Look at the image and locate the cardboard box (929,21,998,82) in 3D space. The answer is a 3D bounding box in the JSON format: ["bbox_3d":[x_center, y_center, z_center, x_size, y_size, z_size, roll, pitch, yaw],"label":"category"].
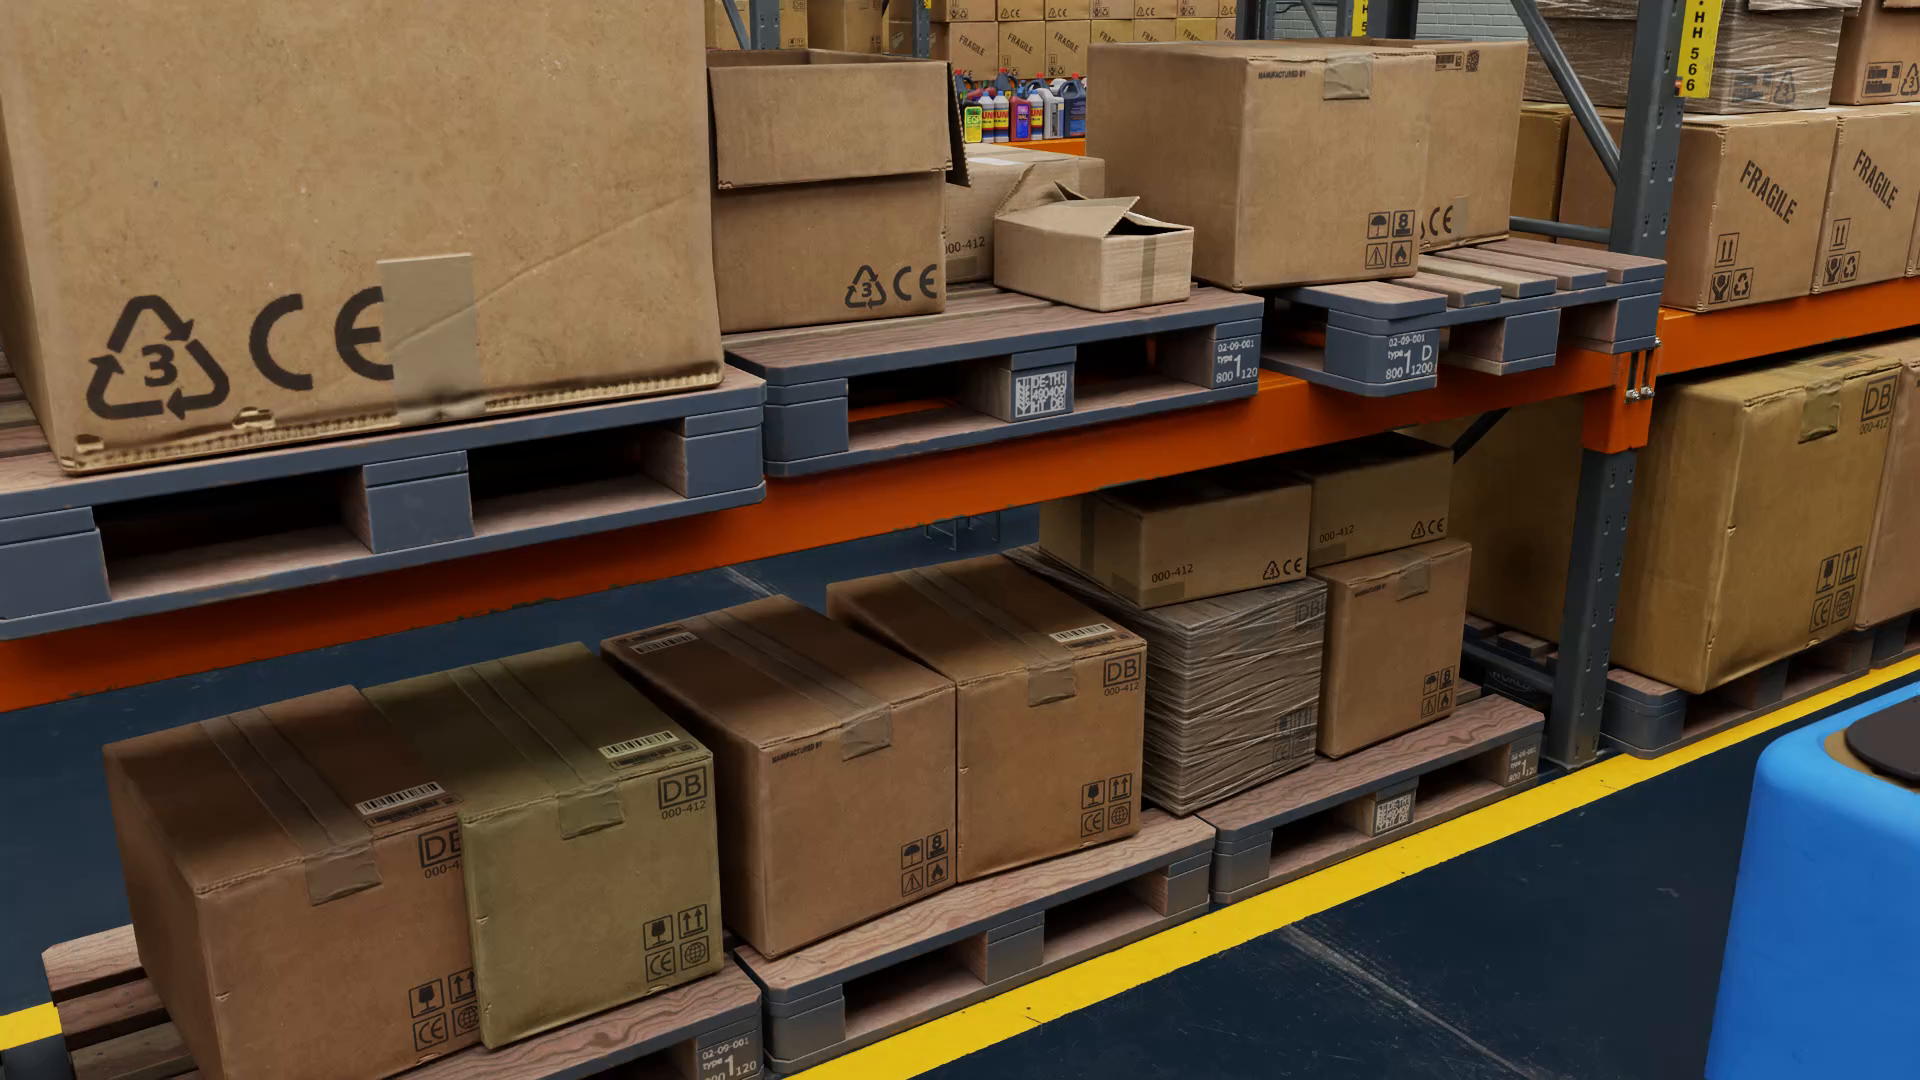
[{"bbox_3d":[-0.007,-4.315,14.669,0.500,0.500,0.500,-11,22,-30],"label":"cardboard box"}]

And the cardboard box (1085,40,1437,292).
[{"bbox_3d":[0.682,-0.911,3.945,0.500,0.500,0.700,-8,20,-23],"label":"cardboard box"}]

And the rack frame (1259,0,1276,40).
[{"bbox_3d":[2.758,-4.956,16.719,0.127,3.000,1.000,-12,22,-31],"label":"rack frame"}]

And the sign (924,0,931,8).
[{"bbox_3d":[-0.274,-4.652,14.013,0.005,0.325,0.100,-12,22,-31],"label":"sign"}]

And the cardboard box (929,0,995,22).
[{"bbox_3d":[-0.034,-4.780,14.482,0.500,0.500,0.500,-11,22,-30],"label":"cardboard box"}]

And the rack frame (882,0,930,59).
[{"bbox_3d":[-0.583,-4.251,14.635,0.127,3.000,1.000,-12,22,-31],"label":"rack frame"}]

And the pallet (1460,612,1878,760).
[{"bbox_3d":[2.222,0.306,5.509,1.213,0.211,1.003,-12,22,-31],"label":"pallet"}]

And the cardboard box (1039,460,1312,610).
[{"bbox_3d":[0.541,-0.053,4.264,0.500,0.250,0.500,-9,21,-25],"label":"cardboard box"}]

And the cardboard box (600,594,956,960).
[{"bbox_3d":[-0.418,0.504,3.786,0.500,0.500,0.700,-14,23,-36],"label":"cardboard box"}]

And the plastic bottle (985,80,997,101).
[{"bbox_3d":[0.155,-2.592,9.910,0.133,0.283,0.061,-12,22,-31],"label":"plastic bottle"}]

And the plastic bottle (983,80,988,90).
[{"bbox_3d":[0.121,-2.608,9.959,0.133,0.283,0.061,-12,22,-31],"label":"plastic bottle"}]

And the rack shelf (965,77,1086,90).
[{"bbox_3d":[1.088,-4.262,15.793,4.000,0.370,1.077,-12,22,-31],"label":"rack shelf"}]

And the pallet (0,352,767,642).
[{"bbox_3d":[-1.101,-0.196,2.941,1.213,0.211,1.003,-12,22,-31],"label":"pallet"}]

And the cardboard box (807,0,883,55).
[{"bbox_3d":[-1.101,-4.474,14.482,0.700,0.500,0.500,14,23,35],"label":"cardboard box"}]

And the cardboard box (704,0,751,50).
[{"bbox_3d":[-2.024,-4.170,13.583,0.700,0.500,0.500,16,24,39],"label":"cardboard box"}]

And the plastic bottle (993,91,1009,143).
[{"bbox_3d":[0.221,-2.326,9.141,0.097,0.271,0.097,0,19,0],"label":"plastic bottle"}]

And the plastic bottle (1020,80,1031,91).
[{"bbox_3d":[0.382,-2.651,10.102,0.097,0.271,0.097,0,19,0],"label":"plastic bottle"}]

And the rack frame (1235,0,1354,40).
[{"bbox_3d":[2.139,-2.925,10.714,0.127,3.000,1.000,-12,22,-31],"label":"rack frame"}]

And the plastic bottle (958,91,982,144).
[{"bbox_3d":[0.053,-2.289,9.014,0.133,0.283,0.061,-12,22,-31],"label":"plastic bottle"}]

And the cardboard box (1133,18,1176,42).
[{"bbox_3d":[1.683,-4.672,15.726,0.500,0.500,0.500,-12,22,-31],"label":"cardboard box"}]

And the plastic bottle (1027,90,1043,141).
[{"bbox_3d":[0.413,-2.366,9.261,0.097,0.271,0.097,0,19,0],"label":"plastic bottle"}]

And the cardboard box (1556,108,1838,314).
[{"bbox_3d":[2.077,-0.956,4.734,0.500,0.500,0.500,-11,22,-30],"label":"cardboard box"}]

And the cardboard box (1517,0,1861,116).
[{"bbox_3d":[2.141,-1.543,4.903,0.637,0.503,0.797,-11,22,-30],"label":"cardboard box"}]

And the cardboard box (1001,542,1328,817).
[{"bbox_3d":[0.517,0.304,4.377,0.500,0.500,0.700,-14,23,-36],"label":"cardboard box"}]

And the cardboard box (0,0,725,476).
[{"bbox_3d":[-1.078,-0.777,2.767,1.000,1.000,1.000,-12,22,-31],"label":"cardboard box"}]

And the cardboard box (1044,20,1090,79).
[{"bbox_3d":[0.838,-4.494,15.197,0.500,0.500,0.500,-12,22,-32],"label":"cardboard box"}]

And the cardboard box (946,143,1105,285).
[{"bbox_3d":[-0.004,-0.790,3.977,0.500,0.250,0.500,-13,22,-33],"label":"cardboard box"}]

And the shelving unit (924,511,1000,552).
[{"bbox_3d":[0.007,-0.428,6.605,0.210,0.900,0.258,-12,22,-31],"label":"shelving unit"}]

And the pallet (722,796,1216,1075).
[{"bbox_3d":[-0.150,0.776,4.120,1.213,0.211,1.003,-12,22,-31],"label":"pallet"}]

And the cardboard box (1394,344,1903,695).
[{"bbox_3d":[2.110,-0.204,5.328,0.875,0.875,1.225,-13,23,-34],"label":"cardboard box"}]

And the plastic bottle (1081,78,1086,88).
[{"bbox_3d":[0.769,-2.724,10.312,0.135,0.276,0.152,-12,22,-31],"label":"plastic bottle"}]

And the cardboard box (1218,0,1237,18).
[{"bbox_3d":[2.538,-5.325,16.094,0.500,0.500,0.500,-12,22,-32],"label":"cardboard box"}]

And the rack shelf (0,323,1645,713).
[{"bbox_3d":[-0.148,-0.203,3.785,4.000,0.370,1.077,-12,22,-31],"label":"rack shelf"}]

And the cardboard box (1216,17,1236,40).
[{"bbox_3d":[2.534,-4.851,16.255,0.500,0.500,0.500,-11,22,-30],"label":"cardboard box"}]

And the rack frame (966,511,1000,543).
[{"bbox_3d":[0.092,-0.446,6.658,0.006,0.900,0.240,-12,22,-31],"label":"rack frame"}]

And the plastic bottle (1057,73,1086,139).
[{"bbox_3d":[0.631,-2.459,9.411,0.185,0.351,0.144,-12,22,-31],"label":"plastic bottle"}]

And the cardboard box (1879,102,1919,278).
[{"bbox_3d":[2.933,-1.139,5.274,0.500,0.500,0.500,-12,22,-32],"label":"cardboard box"}]

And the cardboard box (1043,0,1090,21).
[{"bbox_3d":[0.826,-4.961,15.019,0.500,0.500,0.500,-13,22,-33],"label":"cardboard box"}]

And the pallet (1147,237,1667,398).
[{"bbox_3d":[0.985,-0.651,4.287,1.003,0.211,1.213,-12,22,-31],"label":"pallet"}]

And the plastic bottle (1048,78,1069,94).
[{"bbox_3d":[0.575,-2.683,10.191,0.135,0.276,0.152,-12,22,-31],"label":"plastic bottle"}]

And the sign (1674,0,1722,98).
[{"bbox_3d":[1.828,-1.264,4.114,0.005,0.325,0.100,-12,22,-31],"label":"sign"}]

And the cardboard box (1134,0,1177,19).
[{"bbox_3d":[1.686,-5.143,15.556,0.500,0.500,0.500,-11,22,-30],"label":"cardboard box"}]

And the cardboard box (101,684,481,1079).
[{"bbox_3d":[-1.294,0.682,3.260,0.500,0.500,0.700,-14,23,-36],"label":"cardboard box"}]
